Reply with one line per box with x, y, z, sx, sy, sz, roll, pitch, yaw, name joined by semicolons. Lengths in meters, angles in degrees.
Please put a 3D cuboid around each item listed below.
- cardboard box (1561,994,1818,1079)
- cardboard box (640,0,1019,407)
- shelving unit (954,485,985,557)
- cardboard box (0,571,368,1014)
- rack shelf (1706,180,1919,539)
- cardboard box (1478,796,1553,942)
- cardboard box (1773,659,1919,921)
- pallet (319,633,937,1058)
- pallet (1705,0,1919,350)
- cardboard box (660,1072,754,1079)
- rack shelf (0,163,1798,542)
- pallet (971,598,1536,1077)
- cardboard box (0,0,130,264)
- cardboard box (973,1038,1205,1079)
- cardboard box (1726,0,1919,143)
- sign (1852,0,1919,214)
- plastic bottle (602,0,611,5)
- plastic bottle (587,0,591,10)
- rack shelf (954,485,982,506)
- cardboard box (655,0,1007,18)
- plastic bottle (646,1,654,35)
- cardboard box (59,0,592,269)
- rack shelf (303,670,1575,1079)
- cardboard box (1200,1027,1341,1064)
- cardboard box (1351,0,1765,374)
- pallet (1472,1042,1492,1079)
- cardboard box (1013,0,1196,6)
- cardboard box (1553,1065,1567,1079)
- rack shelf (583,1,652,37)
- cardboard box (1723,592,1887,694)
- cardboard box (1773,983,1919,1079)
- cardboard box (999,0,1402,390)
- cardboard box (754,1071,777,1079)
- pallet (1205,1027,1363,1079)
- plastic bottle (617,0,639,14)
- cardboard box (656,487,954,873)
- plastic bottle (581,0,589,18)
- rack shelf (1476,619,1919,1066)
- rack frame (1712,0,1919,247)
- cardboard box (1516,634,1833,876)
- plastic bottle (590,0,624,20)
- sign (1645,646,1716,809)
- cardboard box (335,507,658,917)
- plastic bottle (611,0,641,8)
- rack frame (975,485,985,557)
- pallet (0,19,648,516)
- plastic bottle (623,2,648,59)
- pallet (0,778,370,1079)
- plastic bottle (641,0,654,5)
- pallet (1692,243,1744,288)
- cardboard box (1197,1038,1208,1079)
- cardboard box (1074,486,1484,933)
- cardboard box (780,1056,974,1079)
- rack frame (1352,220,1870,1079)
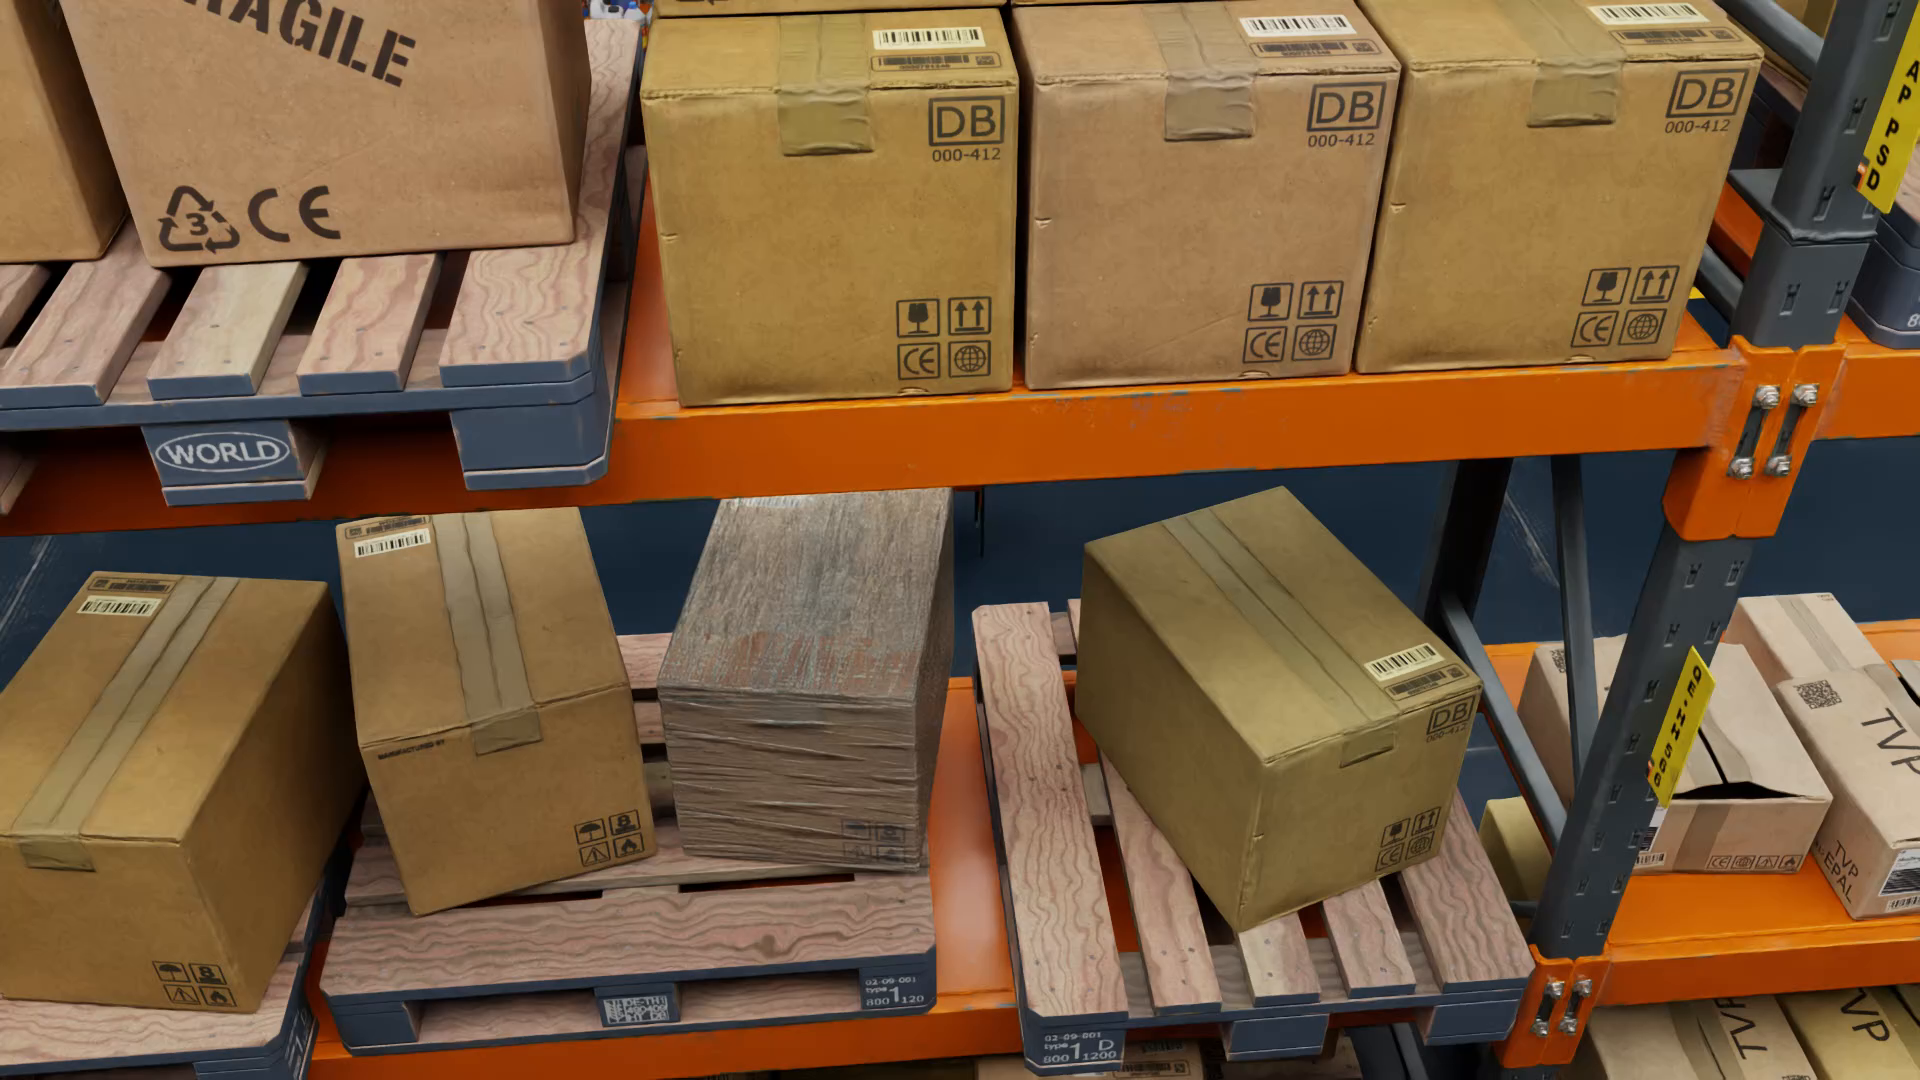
1.796;1.279;4.135;0.500;0.311;0.500;-2;38;-2;cardboard box
-0.210;-0.683;2.692;0.500;0.500;0.910;-3;38;-4;cardboard box
-0.165;-0.462;6.367;0.503;1.200;0.258;-3;38;-4;shelving unit
-1.565;0.483;3.297;0.500;0.500;0.700;3;38;3;cardboard box
3.240;-0.573;3.213;4.000;0.370;1.077;-3;38;-4;rack shelf
1.748;0.946;4.558;0.500;0.311;0.500;-2;38;-3;cardboard box
2.156;0.538;3.719;0.500;0.311;0.500;-4;38;-5;cardboard box
-0.689;0.617;3.701;1.213;0.211;1.003;-3;38;-4;pallet
1.916;-0.764;3.027;1.003;0.211;1.213;-1;38;-2;pallet
-0.737;1.207;3.856;0.500;0.250;0.500;-4;38;-5;cardboard box
-0.744;-0.353;2.935;4.000;0.370;1.077;-3;38;-4;rack shelf
0.579;0.588;3.738;1.003;0.211;1.213;-3;38;-4;pallet
-1.564;-0.802;2.423;0.600;0.600;0.600;-4;38;-4;cardboard box
0.281;1.148;3.931;0.500;0.250;0.500;-2;38;-2;cardboard box
1.695;-0.911;2.844;0.500;0.250;0.500;-6;39;-7;cardboard box
1.294;-0.613;2.267;0.005;0.325;0.100;-3;38;-4;sign
-1.694;-2.626;7.817;0.097;0.201;0.097;0;38;0;plastic bottle
-1.807;-2.632;7.765;0.135;0.276;0.152;-3;38;-4;plastic bottle
-0.165;-0.253;6.532;0.480;0.148;0.258;-3;38;-4;rack shelf
-0.203;-1.101;2.415;0.500;0.500;0.500;-3;38;-4;cardboard box
-1.308;-2.203;7.224;0.097;0.271;0.097;0;38;0;plastic bottle
-0.900;-0.826;2.454;0.600;0.600;0.600;-5;39;-6;cardboard box
-0.744;0.824;3.864;4.000;0.370;1.077;-3;38;-4;rack shelf
0.769;1.089;4.611;0.500;0.500;0.500;-2;38;-2;cardboard box
0.816;-0.740;2.764;0.500;0.500;0.910;-3;38;-4;cardboard box
2.071;1.506;4.671;1.213;0.211;1.003;-3;38;-4;pallet
0.305;-1.129;2.450;0.500;0.500;0.500;-3;38;-4;cardboard box
1.796;1.499;4.309;0.500;0.250;0.500;-3;38;-4;cardboard box
-1.179;-2.232;7.738;4.000;0.370;1.077;-3;38;-4;rack shelf
2.119;0.311;4.137;0.250;0.149;0.380;-3;38;-4;cardboard box
2.318;1.245;4.179;0.500;0.311;0.500;-4;38;-5;cardboard box
0.308;-0.712;2.728;0.500;0.500;0.910;-3;38;-4;cardboard box
-0.701;1.498;4.093;0.500;0.500;0.500;-5;38;-6;cardboard box
0.501;1.545;4.622;1.213;0.211;1.003;-3;38;-4;pallet
-1.547;-2.567;7.686;0.097;0.271;0.097;0;38;0;plastic bottle
-0.297;0.264;3.573;0.500;0.500;0.700;4;38;5;cardboard box
-1.778;-2.554;7.670;0.097;0.271;0.097;0;38;0;plastic bottle
3.240;0.605;4.143;4.000;0.370;1.077;-3;38;-4;rack shelf
1.248;-1.923;1.922;0.127;3.000;1.000;-3;38;-4;rack frame
1.614;0.474;3.799;0.500;0.311;0.500;-1;38;-1;cardboard box
-1.523;-2.210;7.229;0.135;0.276;0.152;-3;38;-4;plastic bottle
1.305;0.343;3.023;0.005;0.325;0.100;-3;38;-4;sign
-0.982;0.312;3.513;0.500;0.500;0.700;-13;40;-15;cardboard box
-1.576;-2.645;7.781;0.135;0.276;0.152;-3;38;-4;plastic bottle
0.078;-0.475;6.384;0.015;1.200;0.240;-3;38;-4;rack frame
-1.048;-0.503;2.697;1.003;0.211;1.213;-3;38;-4;pallet
-1.405;-2.198;7.217;0.097;0.271;0.097;0;38;0;plastic bottle
-1.931;0.750;3.532;1.213;0.211;1.003;-3;38;-4;pallet
-1.463;-2.639;7.833;0.097;0.201;0.097;0;38;0;plastic bottle
4.018;-1.682;8.711;1.213;0.211;1.003;-3;38;-4;pallet
0.337;1.437;4.170;0.500;0.500;0.500;-2;38;-2;cardboard box
0.631;0.332;3.488;0.500;0.500;0.700;-16;41;-19;cardboard box
-0.178;1.465;4.134;0.500;0.500;0.500;-4;38;-6;cardboard box
1.248;0.432;3.781;0.127;3.000;1.000;-3;38;-4;rack frame
